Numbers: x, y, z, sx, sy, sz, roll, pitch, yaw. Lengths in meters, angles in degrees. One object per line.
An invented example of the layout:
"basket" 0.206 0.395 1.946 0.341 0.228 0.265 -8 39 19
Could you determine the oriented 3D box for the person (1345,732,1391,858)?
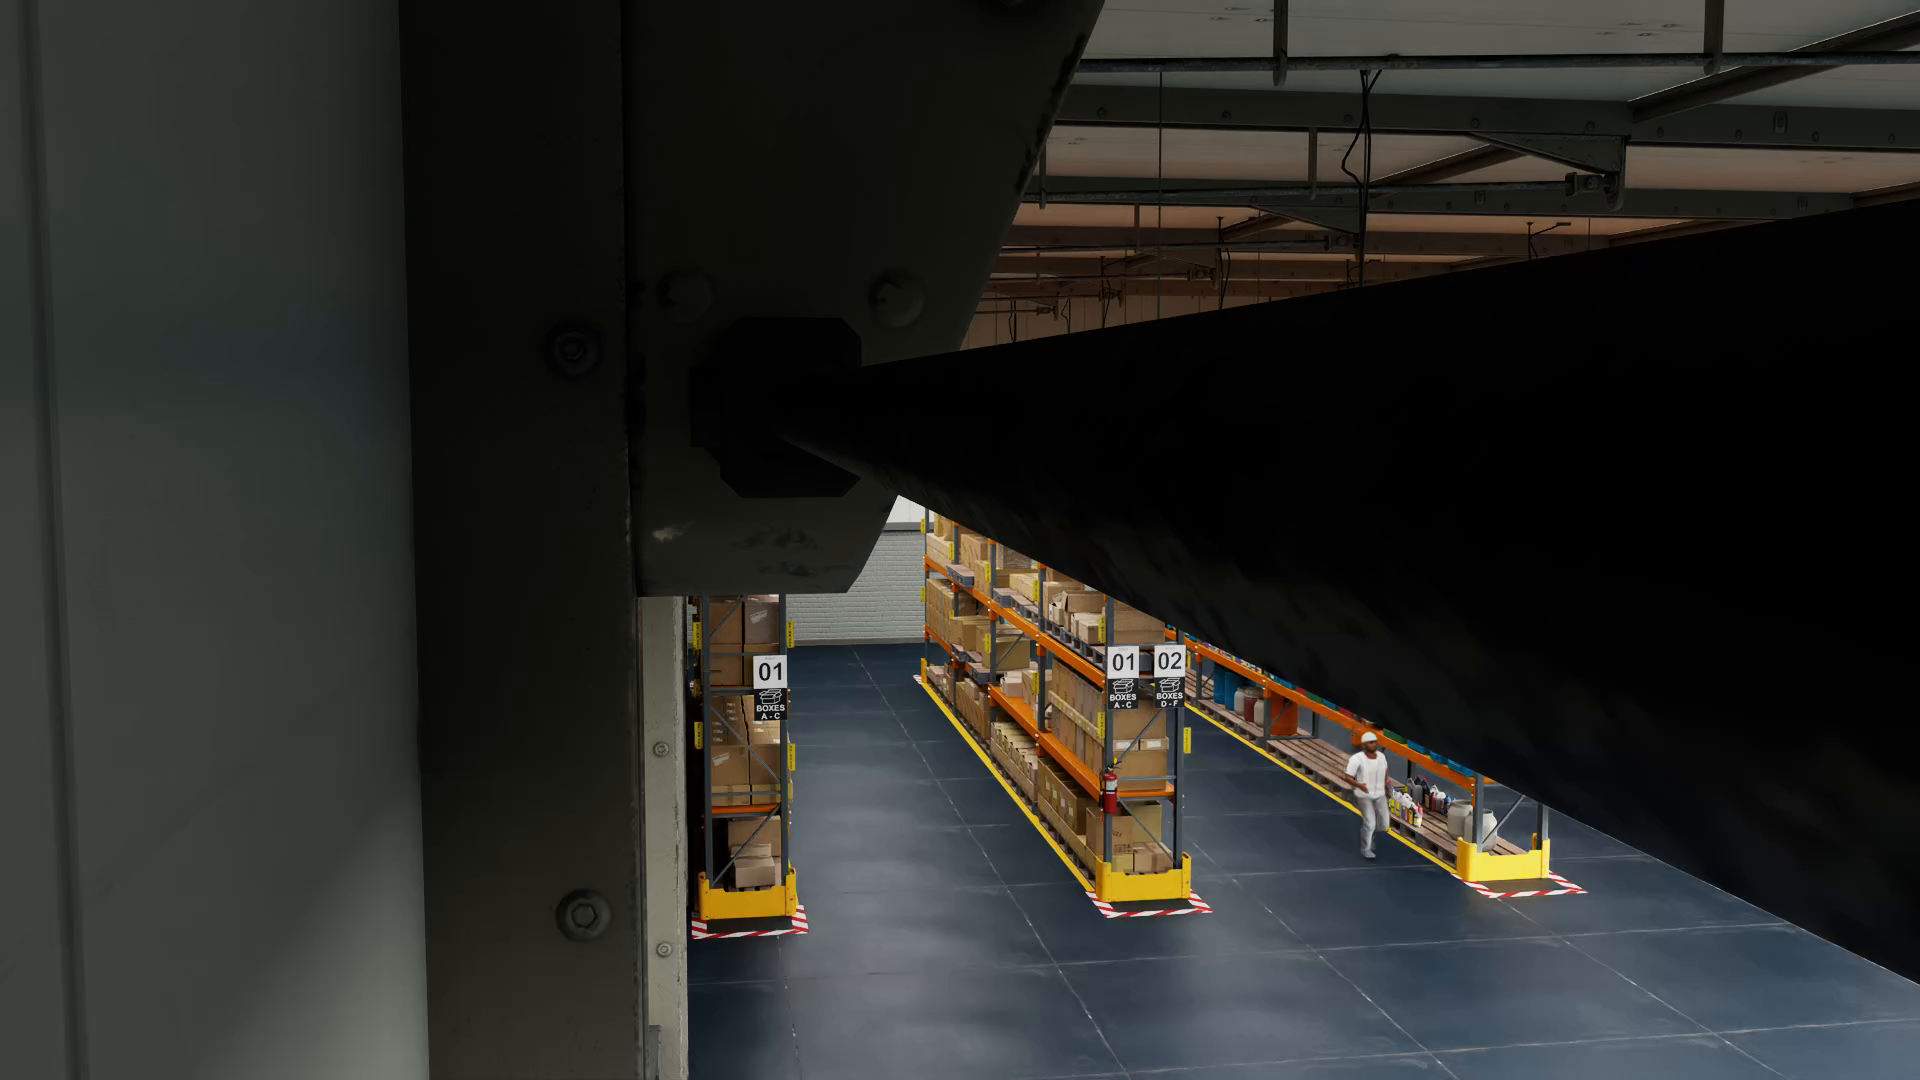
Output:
"person" 5.605 3.475 22.645 0.693 1.720 0.592 -2 5 -17
